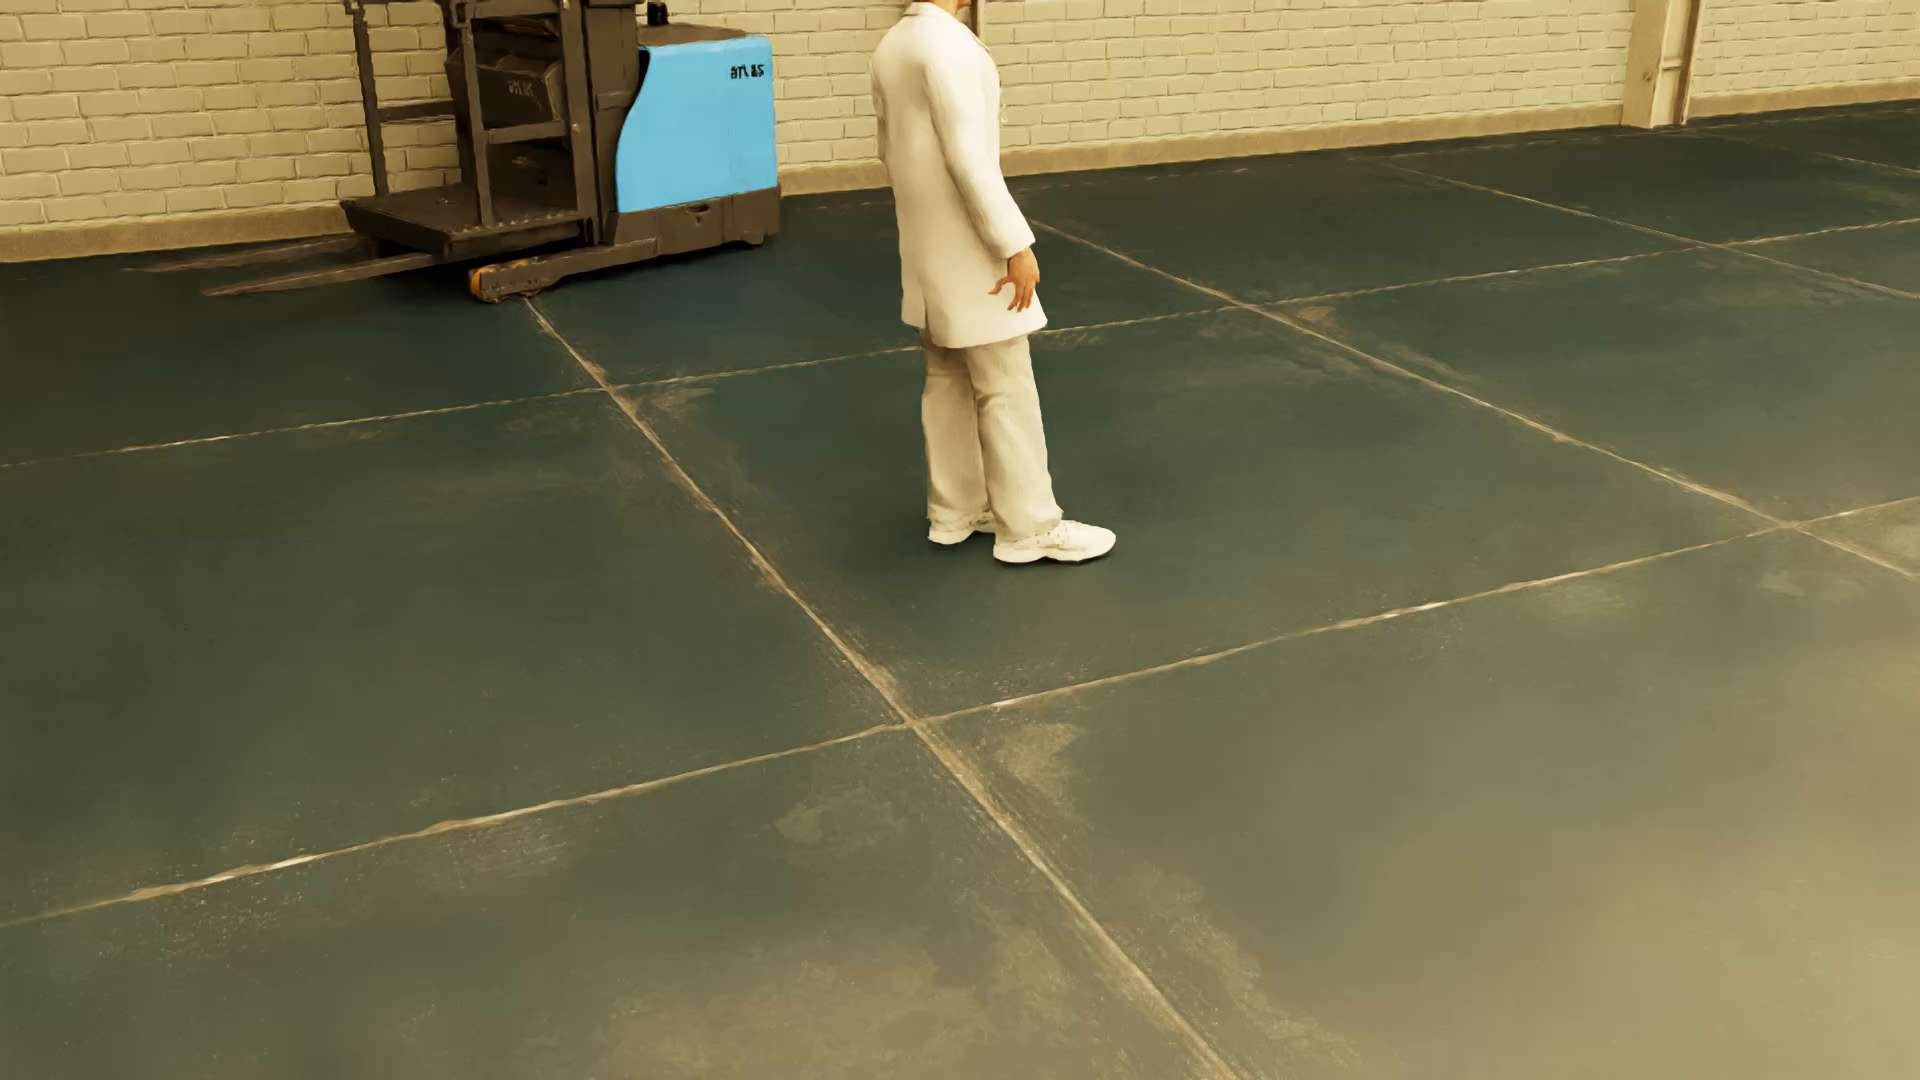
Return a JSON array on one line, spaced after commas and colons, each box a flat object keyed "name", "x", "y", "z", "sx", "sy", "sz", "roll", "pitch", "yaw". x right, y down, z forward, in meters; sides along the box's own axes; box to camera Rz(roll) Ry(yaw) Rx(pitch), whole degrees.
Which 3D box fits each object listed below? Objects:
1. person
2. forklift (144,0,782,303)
[{"name": "person", "x": 0.084, "y": -0.841, "z": 4.795, "sx": 0.579, "sy": 1.776, "sz": 0.694, "roll": -10, "pitch": 25, "yaw": -23}, {"name": "forklift", "x": -2.350, "y": -2.681, "z": 7.741, "sx": 1.130, "sy": 2.935, "sz": 3.031, "roll": 21, "pitch": 30, "yaw": 41}]
